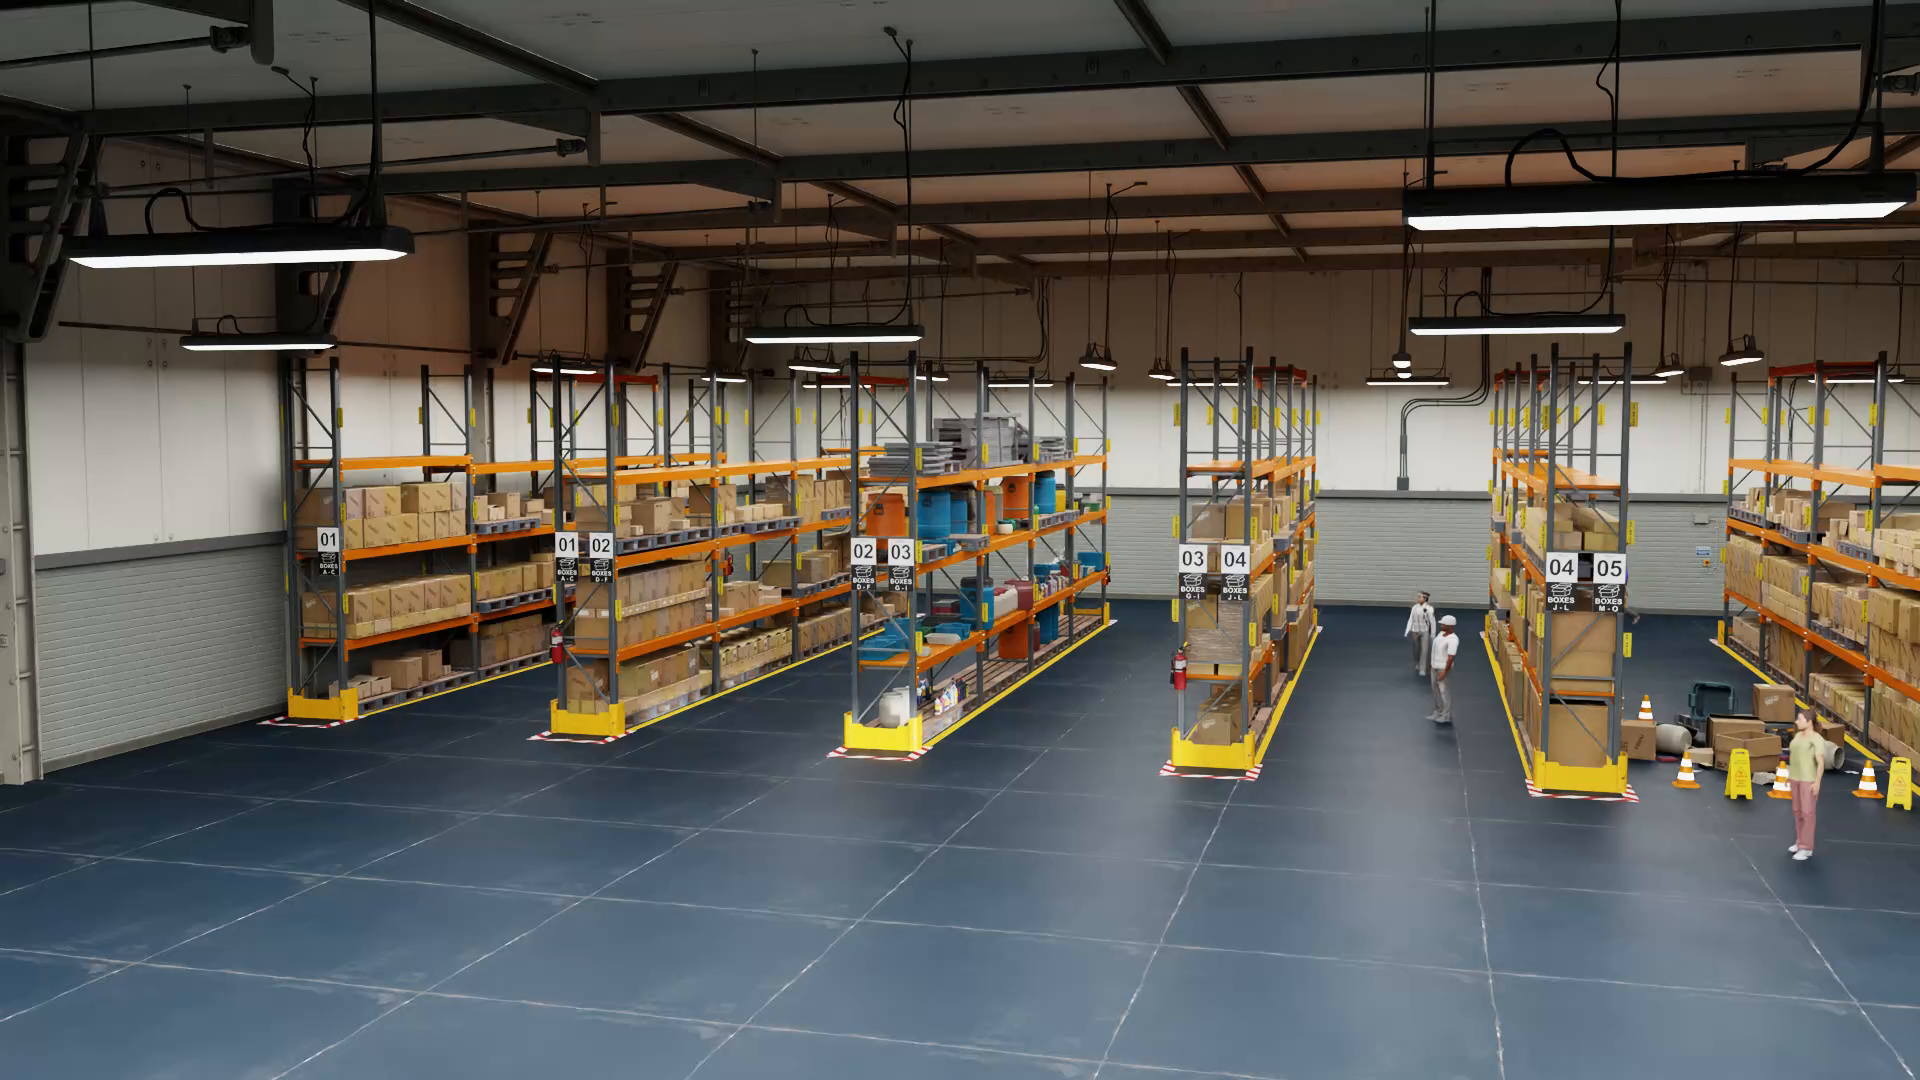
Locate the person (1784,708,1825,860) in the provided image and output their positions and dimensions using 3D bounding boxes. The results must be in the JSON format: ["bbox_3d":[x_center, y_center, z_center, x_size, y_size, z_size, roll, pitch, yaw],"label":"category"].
[{"bbox_3d":[9.631,2.781,19.012,0.458,1.709,0.464,-2,5,-23],"label":"person"}]

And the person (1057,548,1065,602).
[{"bbox_3d":[2.706,1.007,42.952,0.515,1.654,0.513,-3,5,-38],"label":"person"}]

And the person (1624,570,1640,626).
[{"bbox_3d":[15.826,1.316,39.749,0.775,1.508,0.476,1,4,8],"label":"person"}]

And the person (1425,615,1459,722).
[{"bbox_3d":[7.953,2.120,27.480,0.442,1.773,0.692,-1,4,-14],"label":"person"}]

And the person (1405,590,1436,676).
[{"bbox_3d":[8.983,1.791,32.427,0.573,1.640,0.951,1,4,20],"label":"person"}]
